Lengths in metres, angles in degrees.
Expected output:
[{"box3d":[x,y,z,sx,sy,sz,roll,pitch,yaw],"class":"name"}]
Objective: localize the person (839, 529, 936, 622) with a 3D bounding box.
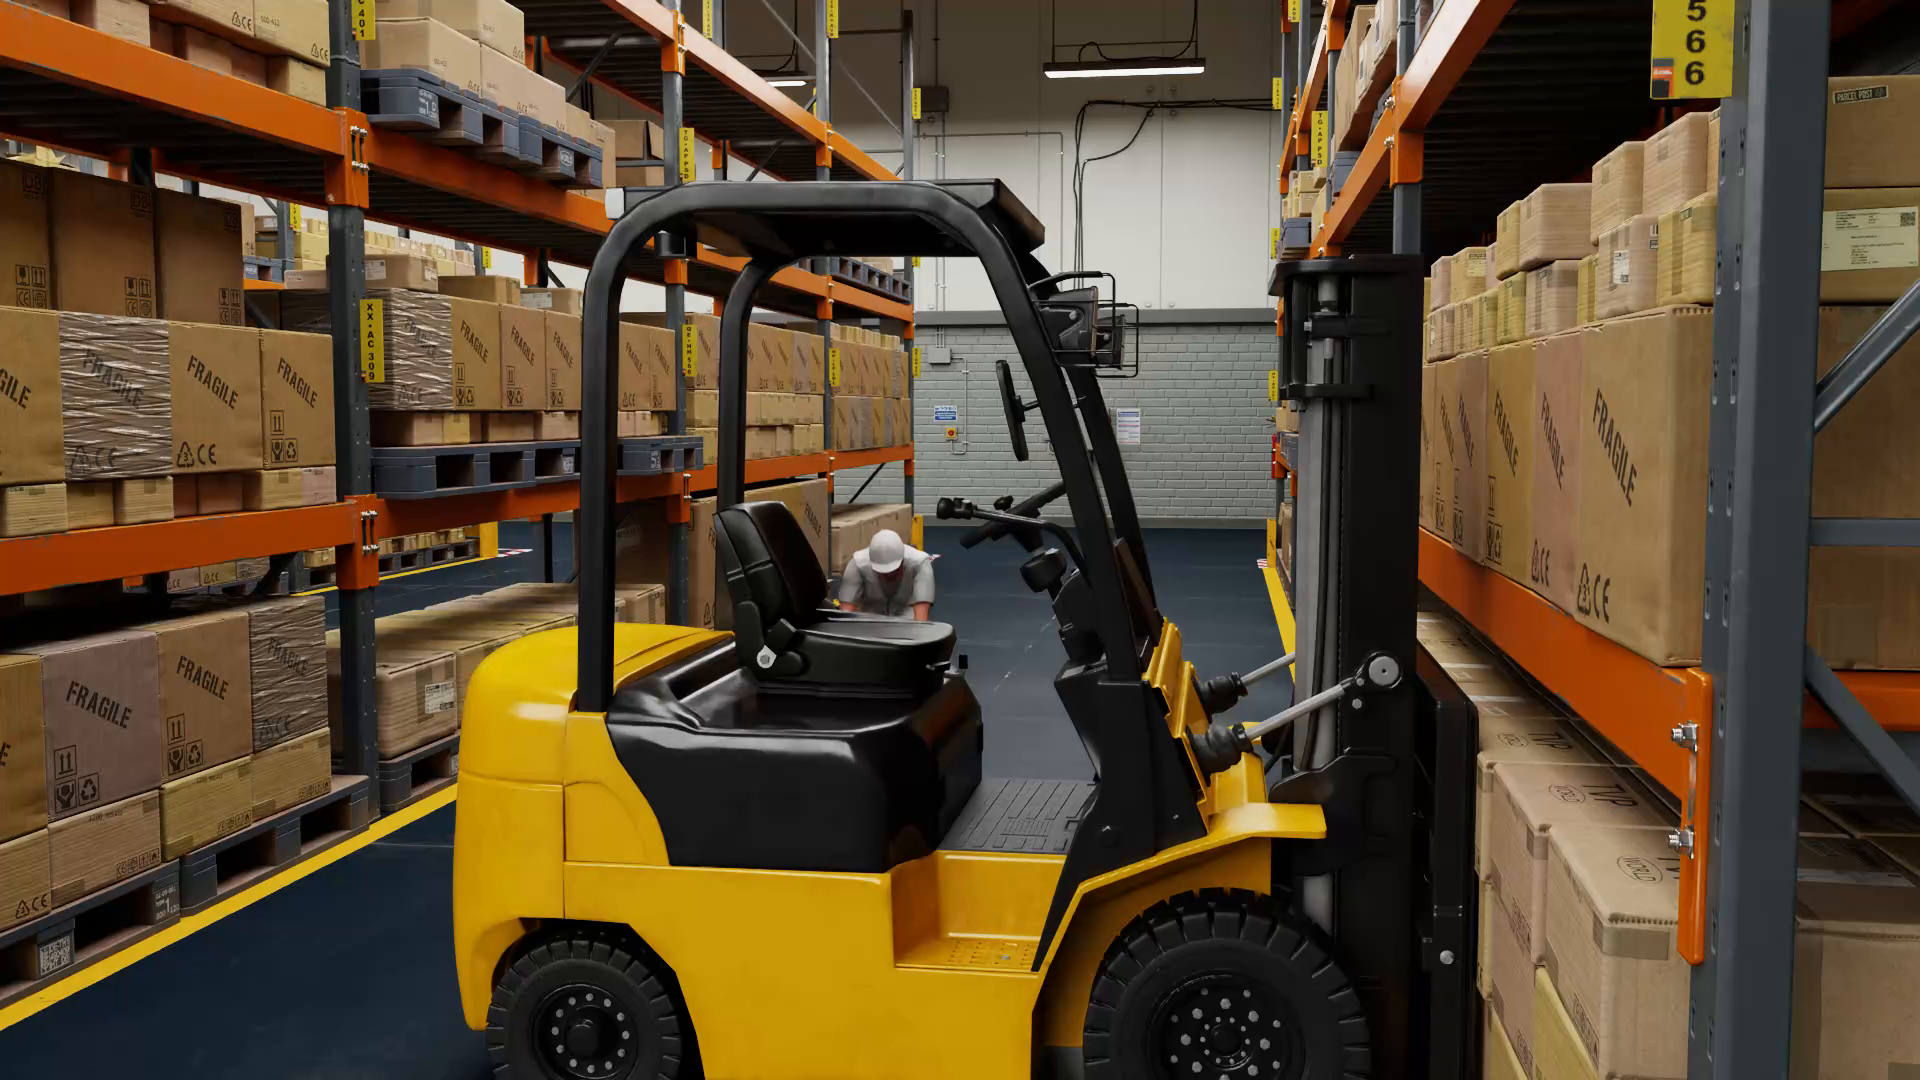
[{"box3d":[-0.404,0.419,9.615,0.567,1.006,0.881,1,4,9],"class":"person"}]
